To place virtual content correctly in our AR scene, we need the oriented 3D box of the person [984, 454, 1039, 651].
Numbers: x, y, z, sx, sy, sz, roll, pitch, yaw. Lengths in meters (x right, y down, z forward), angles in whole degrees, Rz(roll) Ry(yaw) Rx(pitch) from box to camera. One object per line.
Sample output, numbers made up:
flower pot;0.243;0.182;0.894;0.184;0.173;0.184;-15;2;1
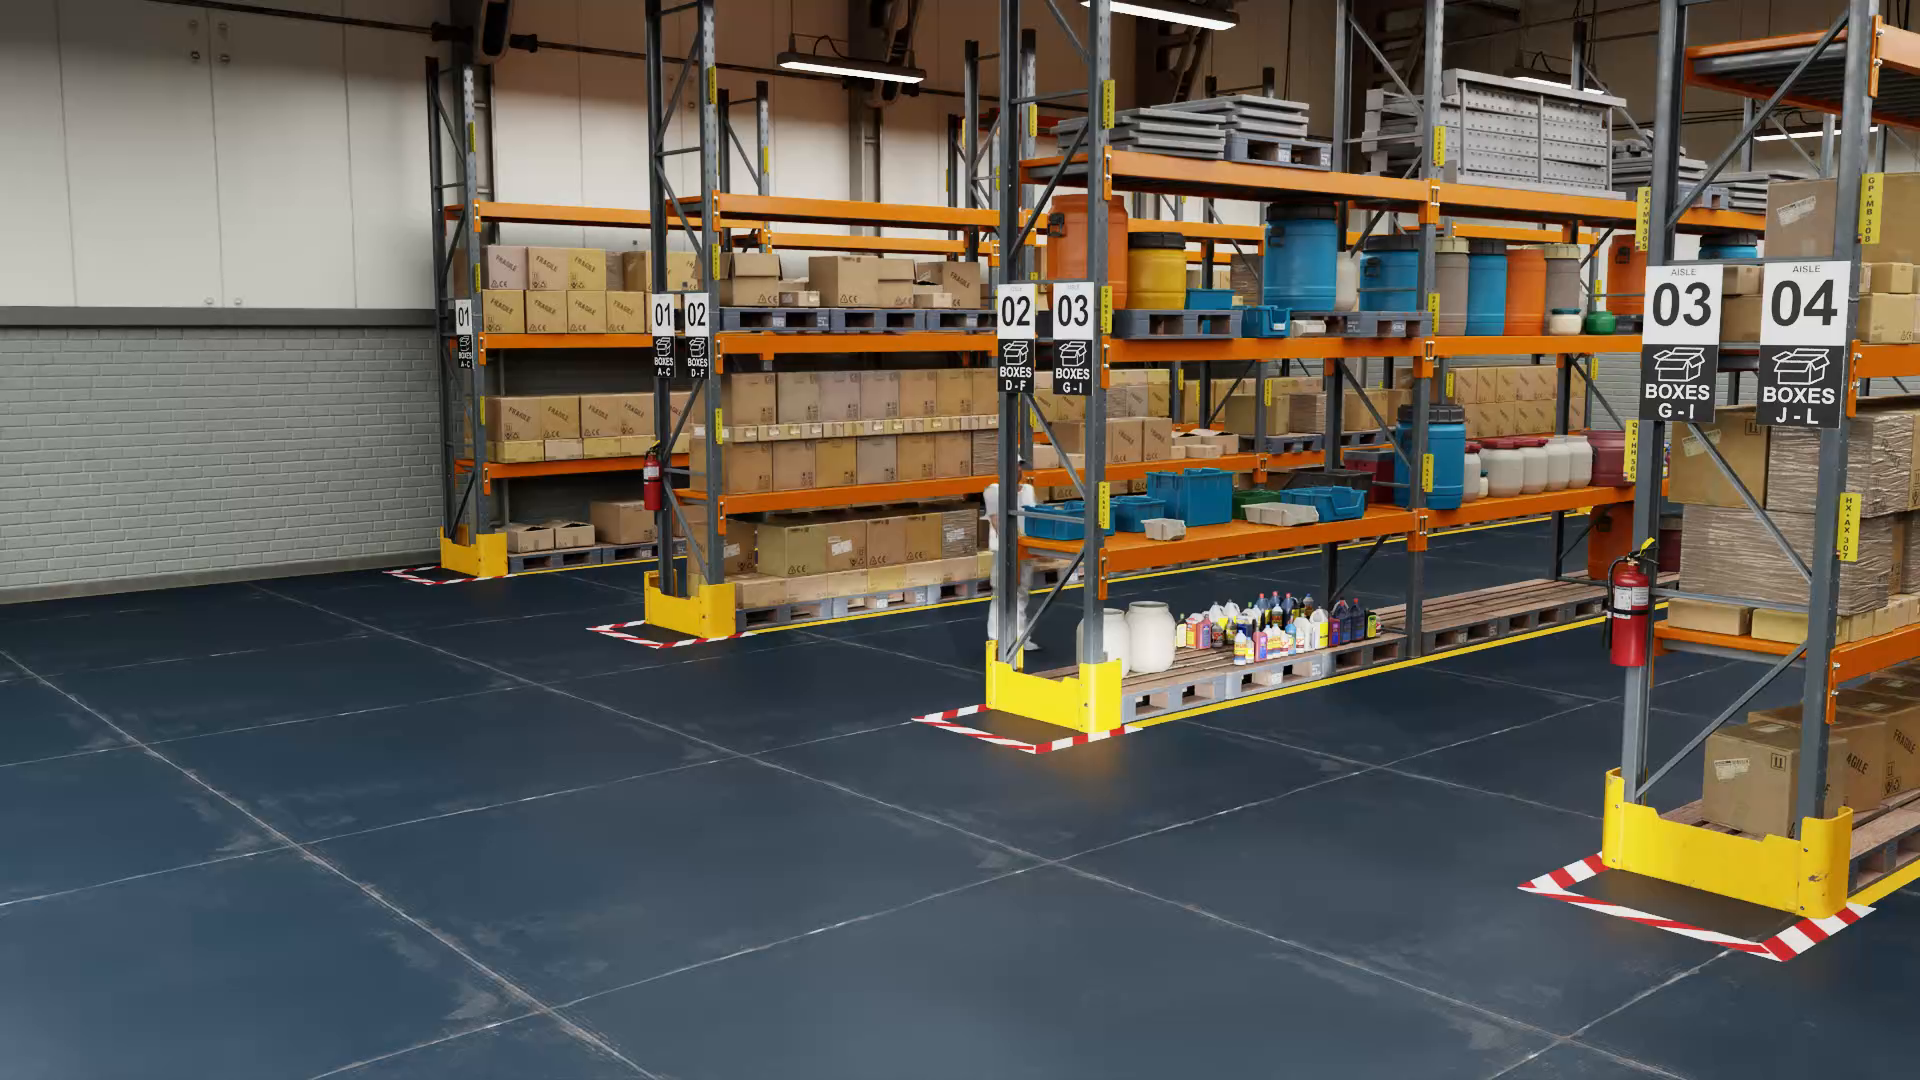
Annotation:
person;0.508;0.111;14.816;0.526;1.788;0.550;-4;8;-26
